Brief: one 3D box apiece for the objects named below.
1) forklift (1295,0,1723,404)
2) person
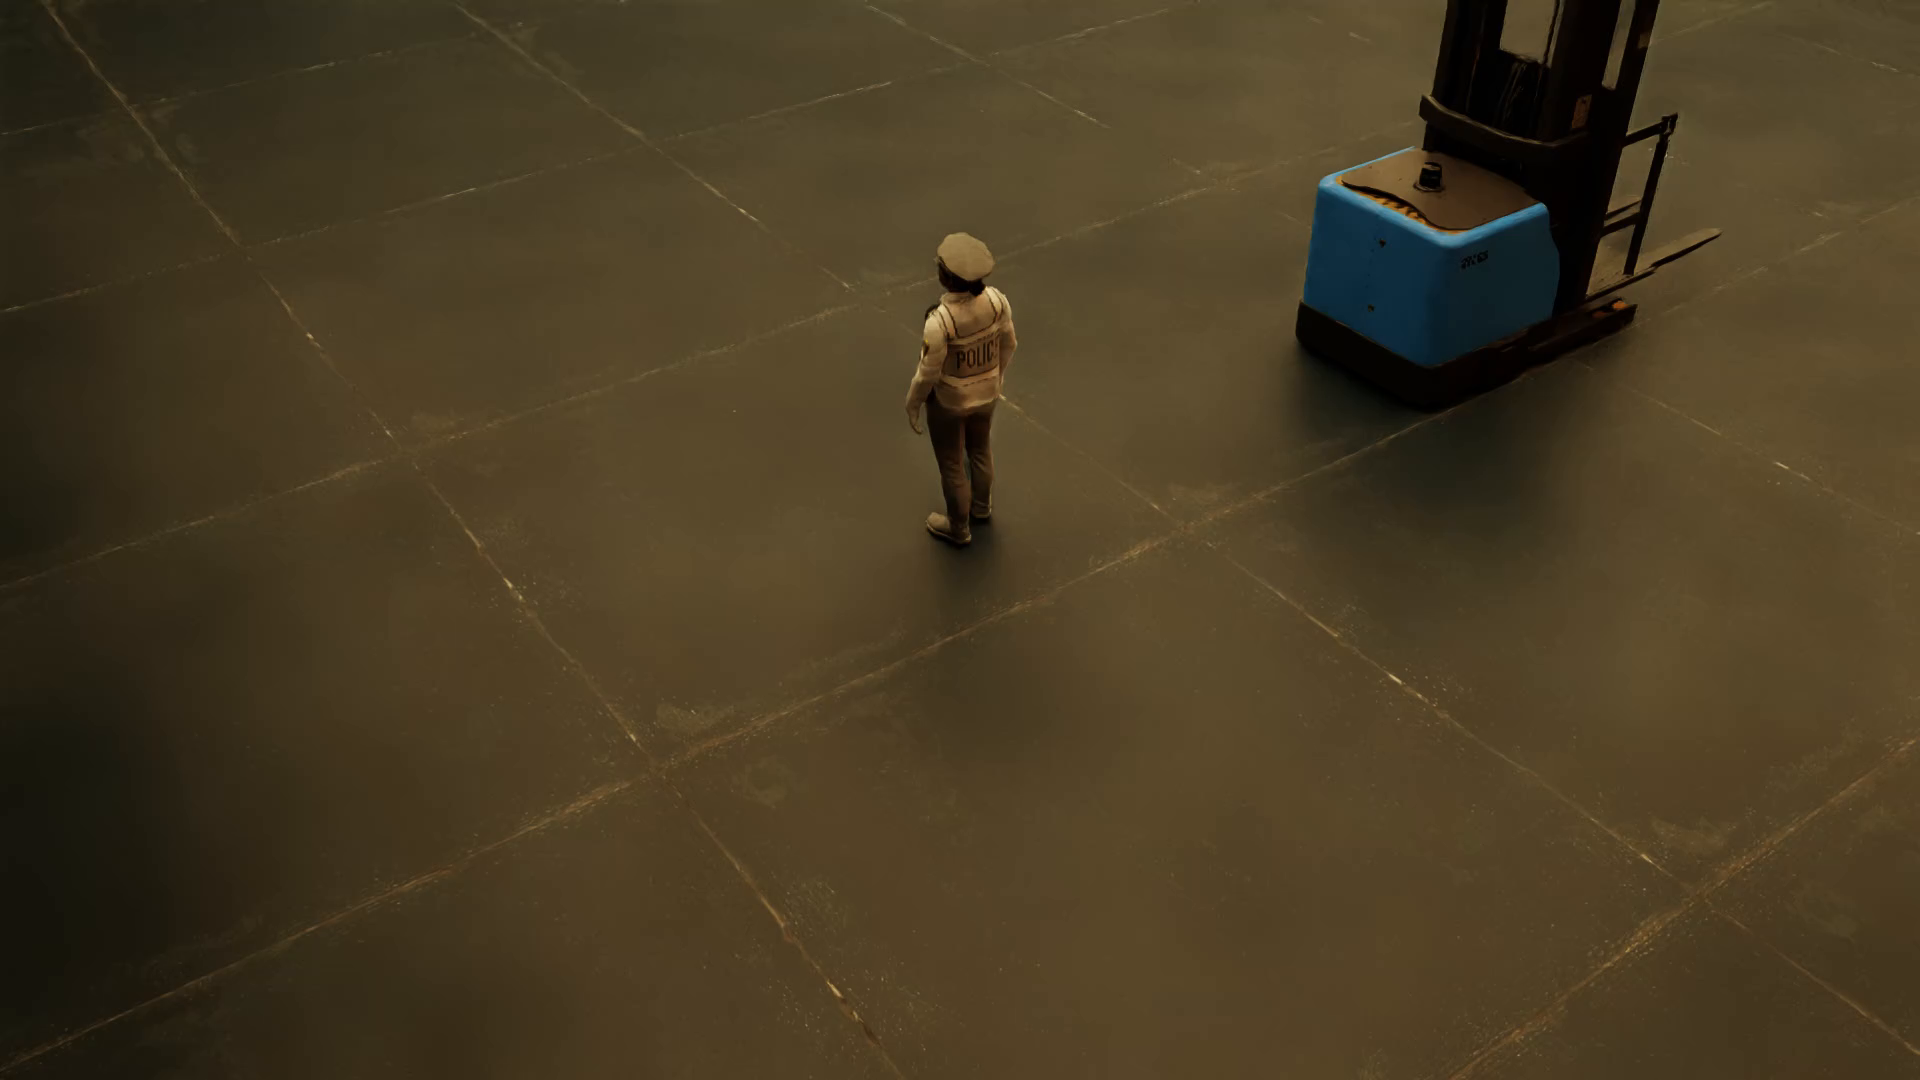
[{"bbox_3d":[3.501,-2.632,9.505,3.031,2.935,1.130,-23,42,-28],"label":"forklift"},{"bbox_3d":[-0.033,-0.723,7.949,0.586,1.695,0.532,-23,42,-28],"label":"person"}]
